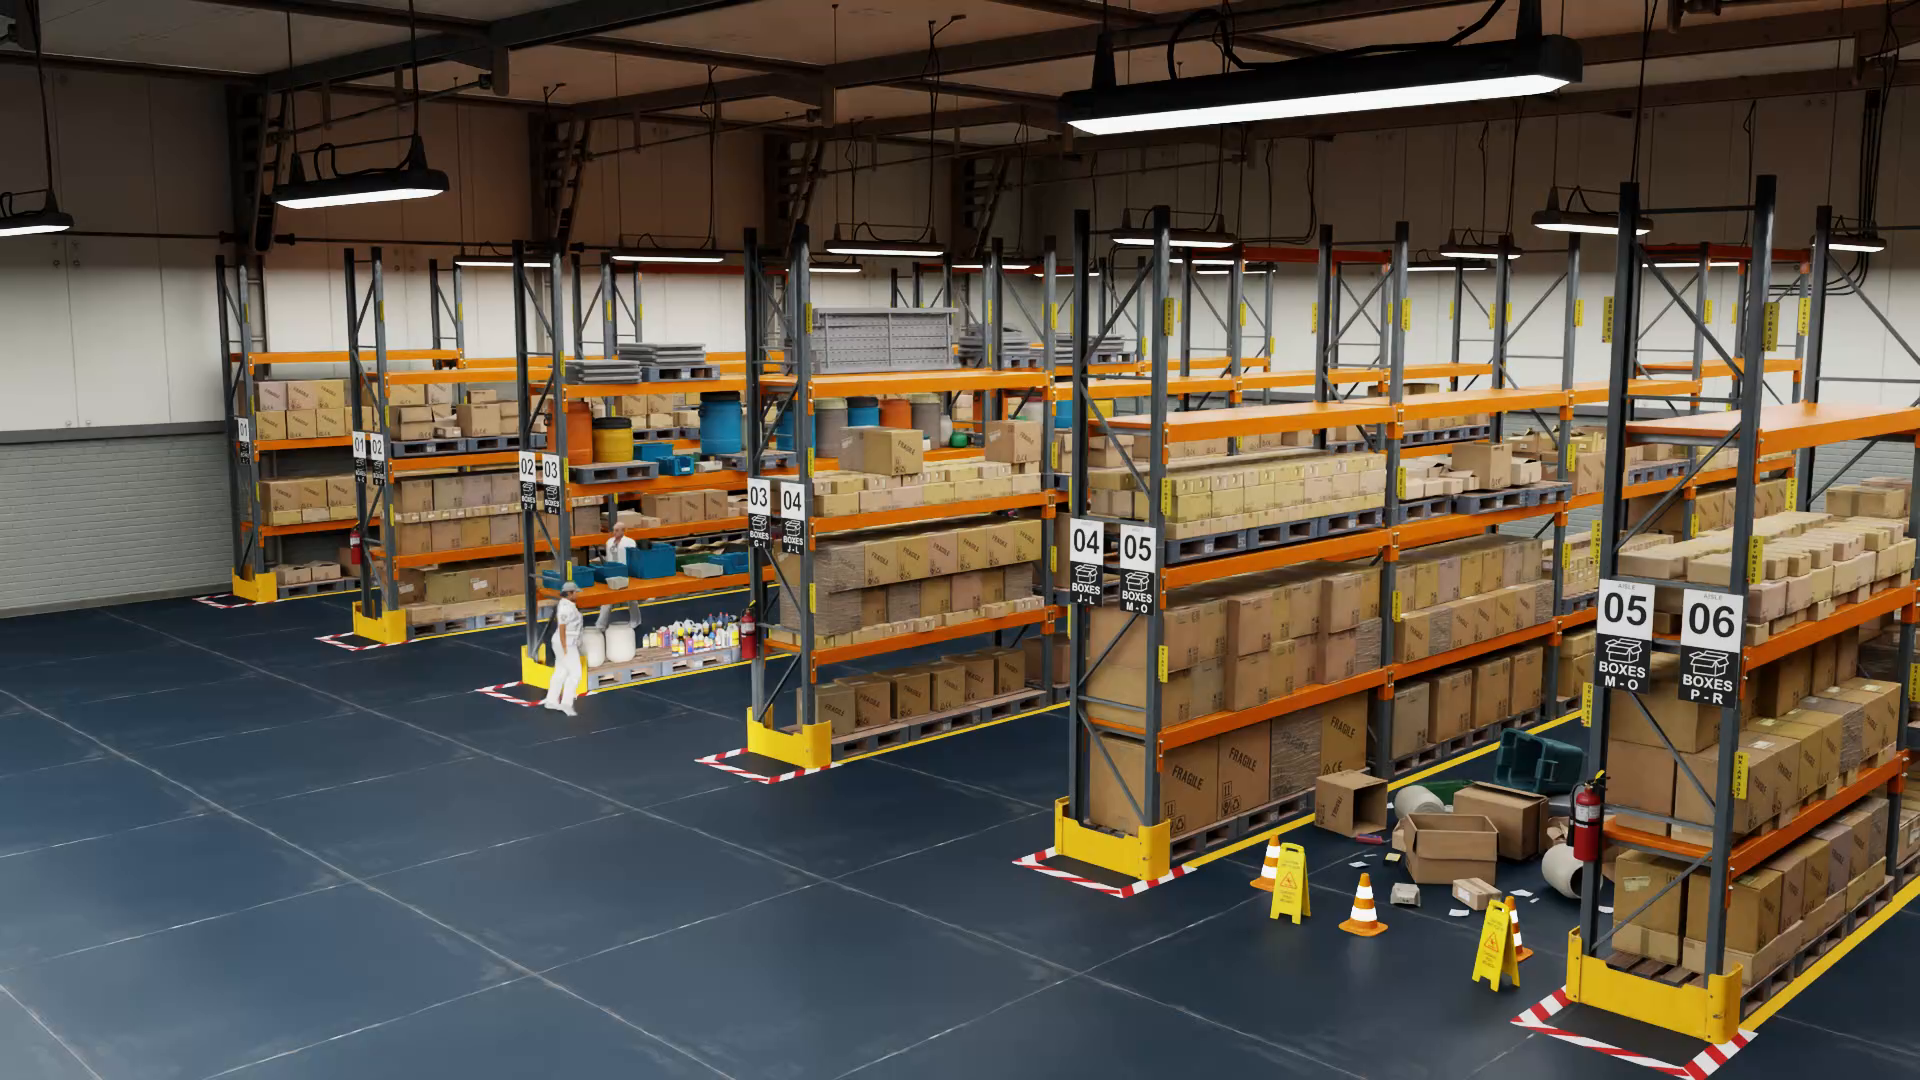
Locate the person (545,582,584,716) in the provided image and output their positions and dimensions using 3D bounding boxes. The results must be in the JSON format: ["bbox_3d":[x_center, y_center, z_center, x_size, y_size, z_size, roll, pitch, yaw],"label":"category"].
[{"bbox_3d":[-5.045,1.381,21.155,0.526,1.696,0.572,-1,8,-6],"label":"person"}]

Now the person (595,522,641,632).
[{"bbox_3d":[-5.380,0.585,26.155,0.600,1.729,1.104,2,8,15],"label":"person"}]
